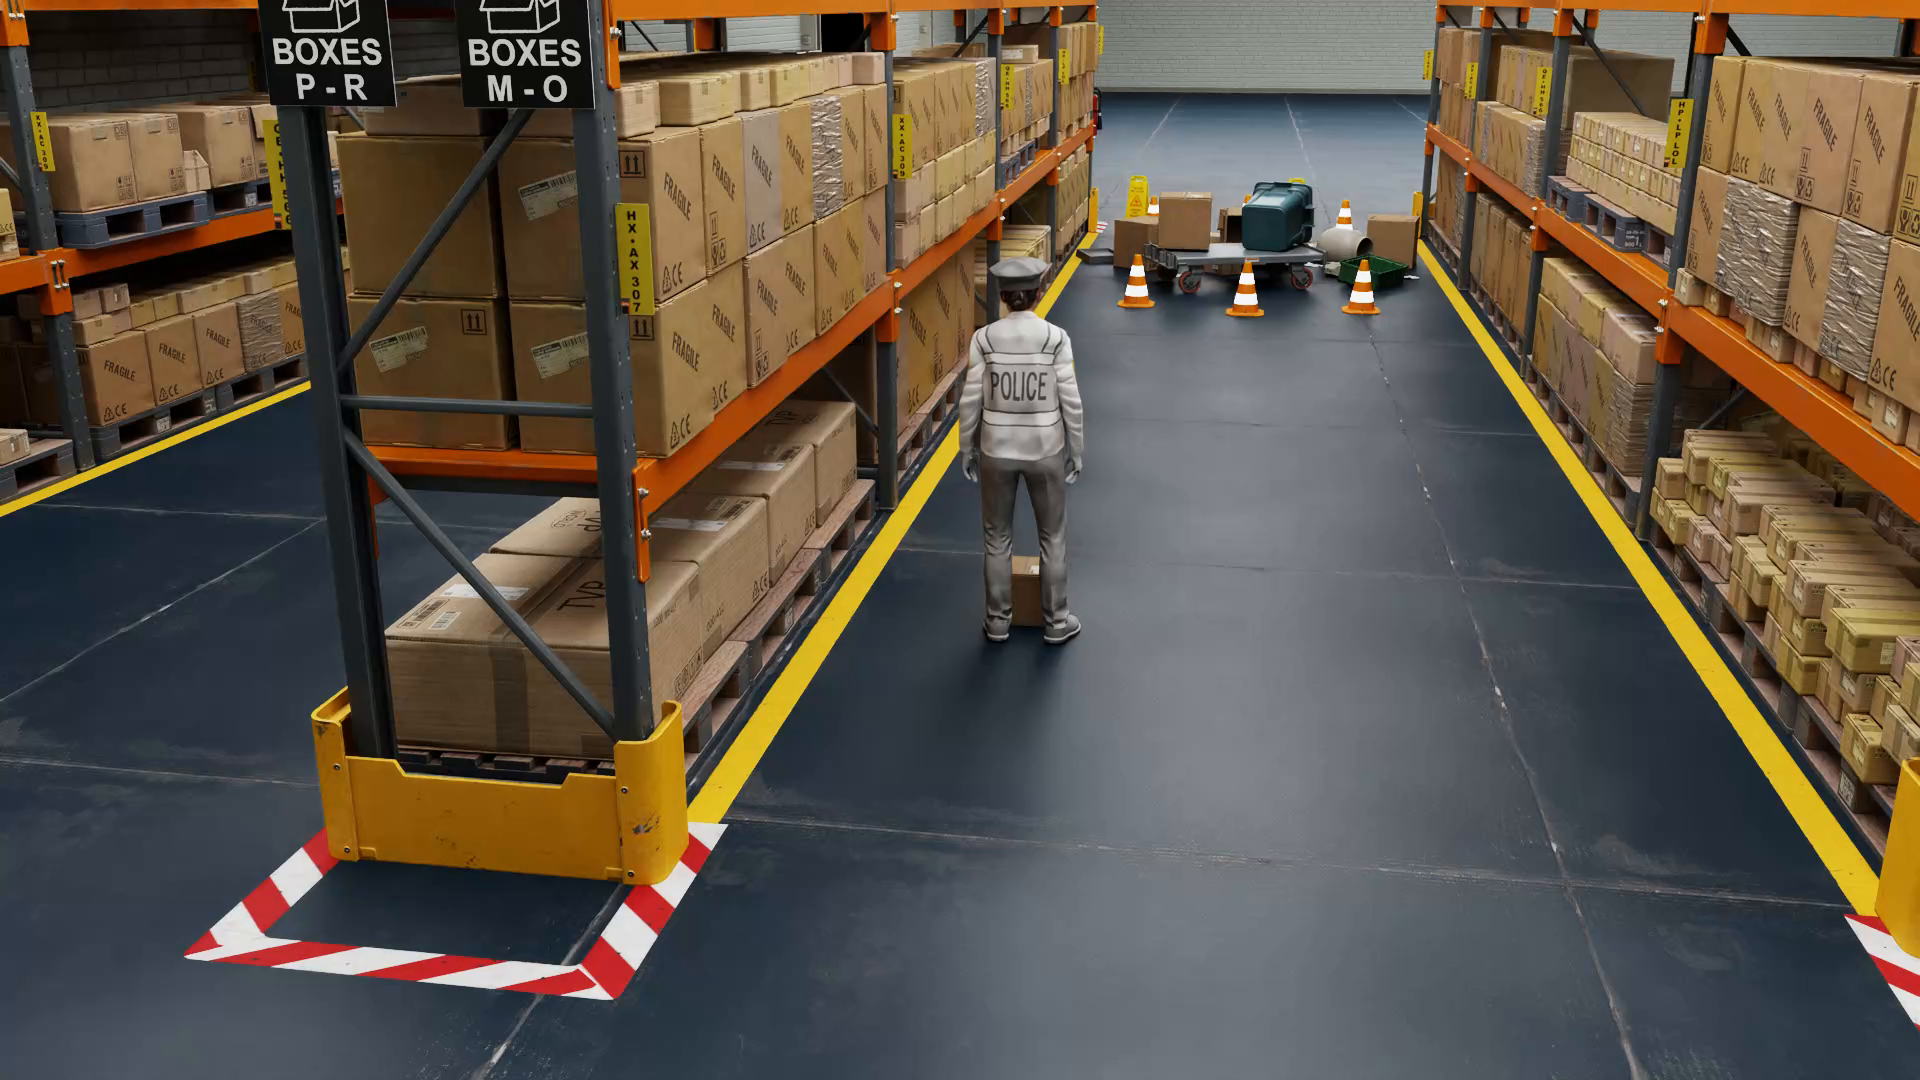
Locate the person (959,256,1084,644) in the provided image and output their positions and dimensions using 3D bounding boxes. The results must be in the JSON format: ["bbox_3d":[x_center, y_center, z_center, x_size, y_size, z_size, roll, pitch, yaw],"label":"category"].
[{"bbox_3d":[0.263,-0.365,7.171,0.542,1.664,0.371,2,18,7],"label":"person"}]
